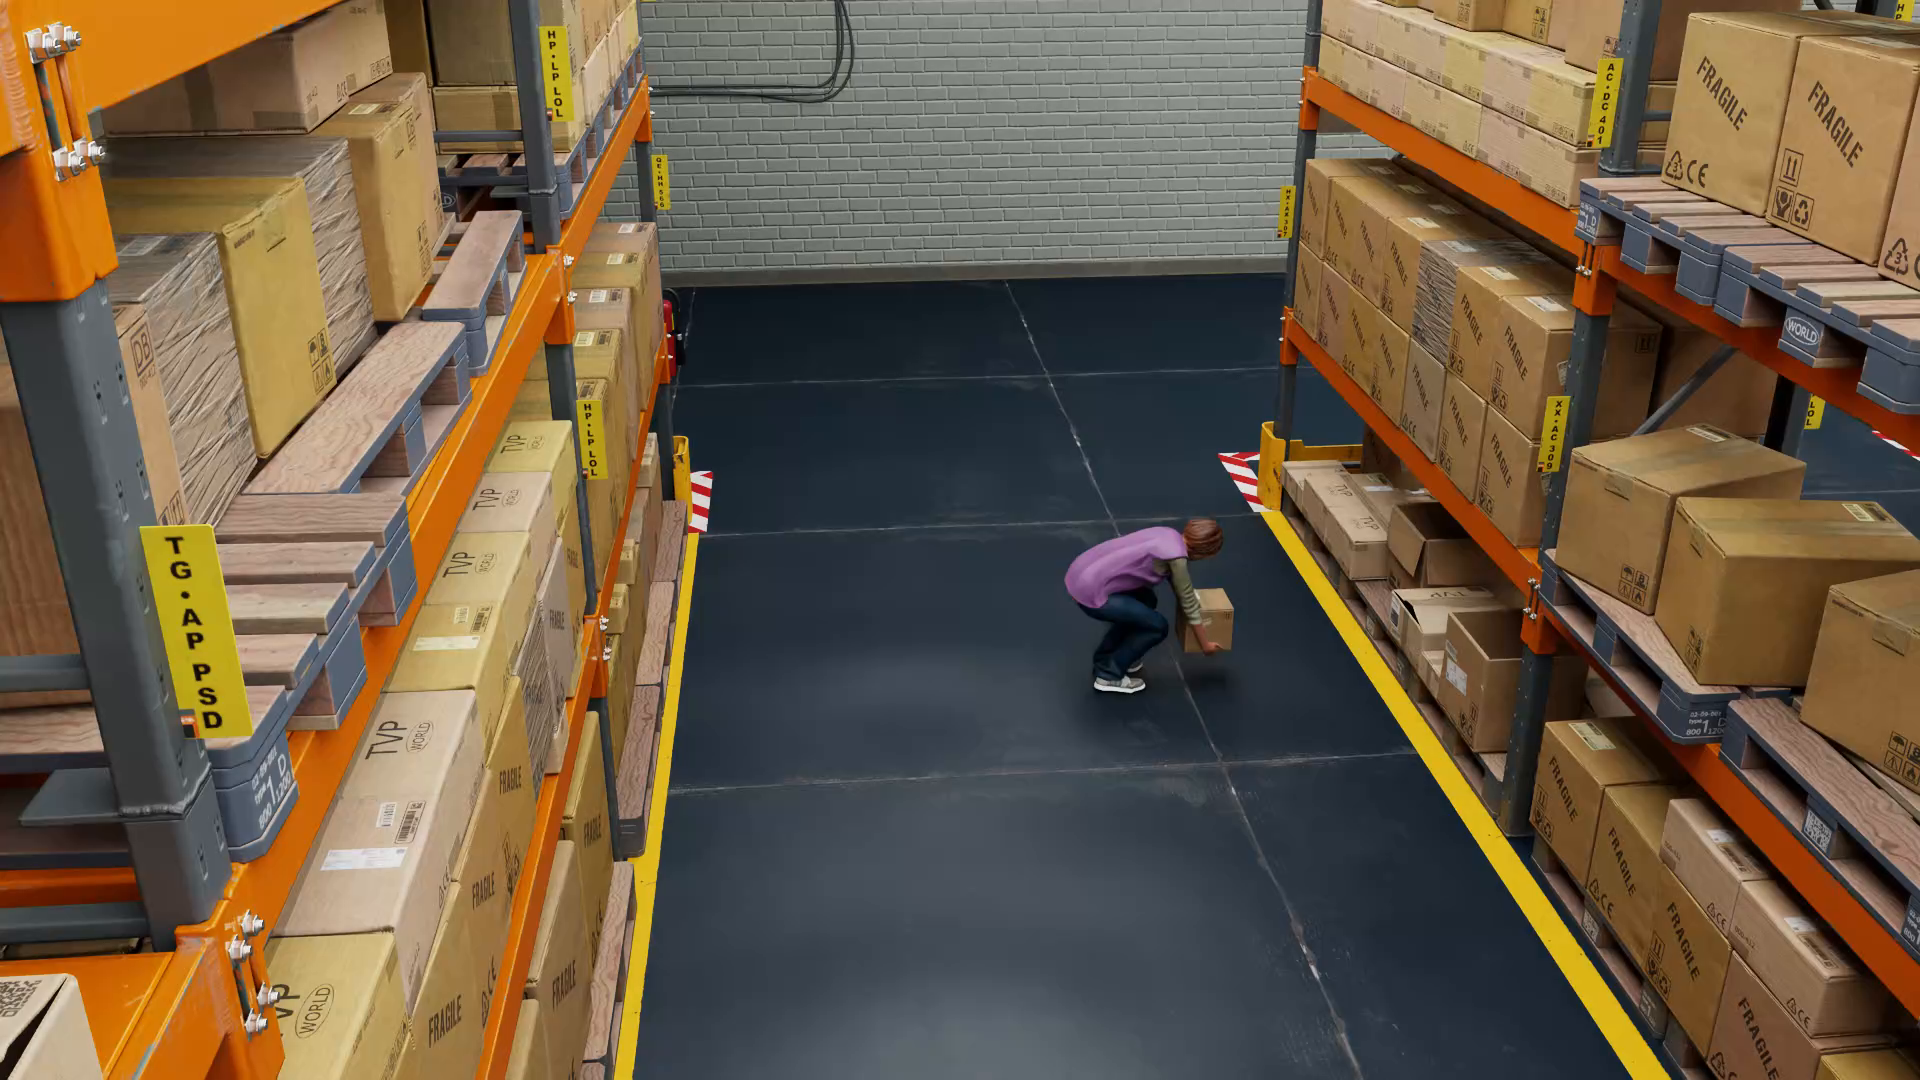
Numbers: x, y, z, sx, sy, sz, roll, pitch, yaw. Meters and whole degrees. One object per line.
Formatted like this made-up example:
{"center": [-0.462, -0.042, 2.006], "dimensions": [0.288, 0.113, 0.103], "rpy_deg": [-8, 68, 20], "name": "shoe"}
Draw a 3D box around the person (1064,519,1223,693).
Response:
{"center": [0.959, 0.343, 8.734], "dimensions": [0.840, 0.877, 0.422], "rpy_deg": [-3, 24, -7], "name": "person"}
